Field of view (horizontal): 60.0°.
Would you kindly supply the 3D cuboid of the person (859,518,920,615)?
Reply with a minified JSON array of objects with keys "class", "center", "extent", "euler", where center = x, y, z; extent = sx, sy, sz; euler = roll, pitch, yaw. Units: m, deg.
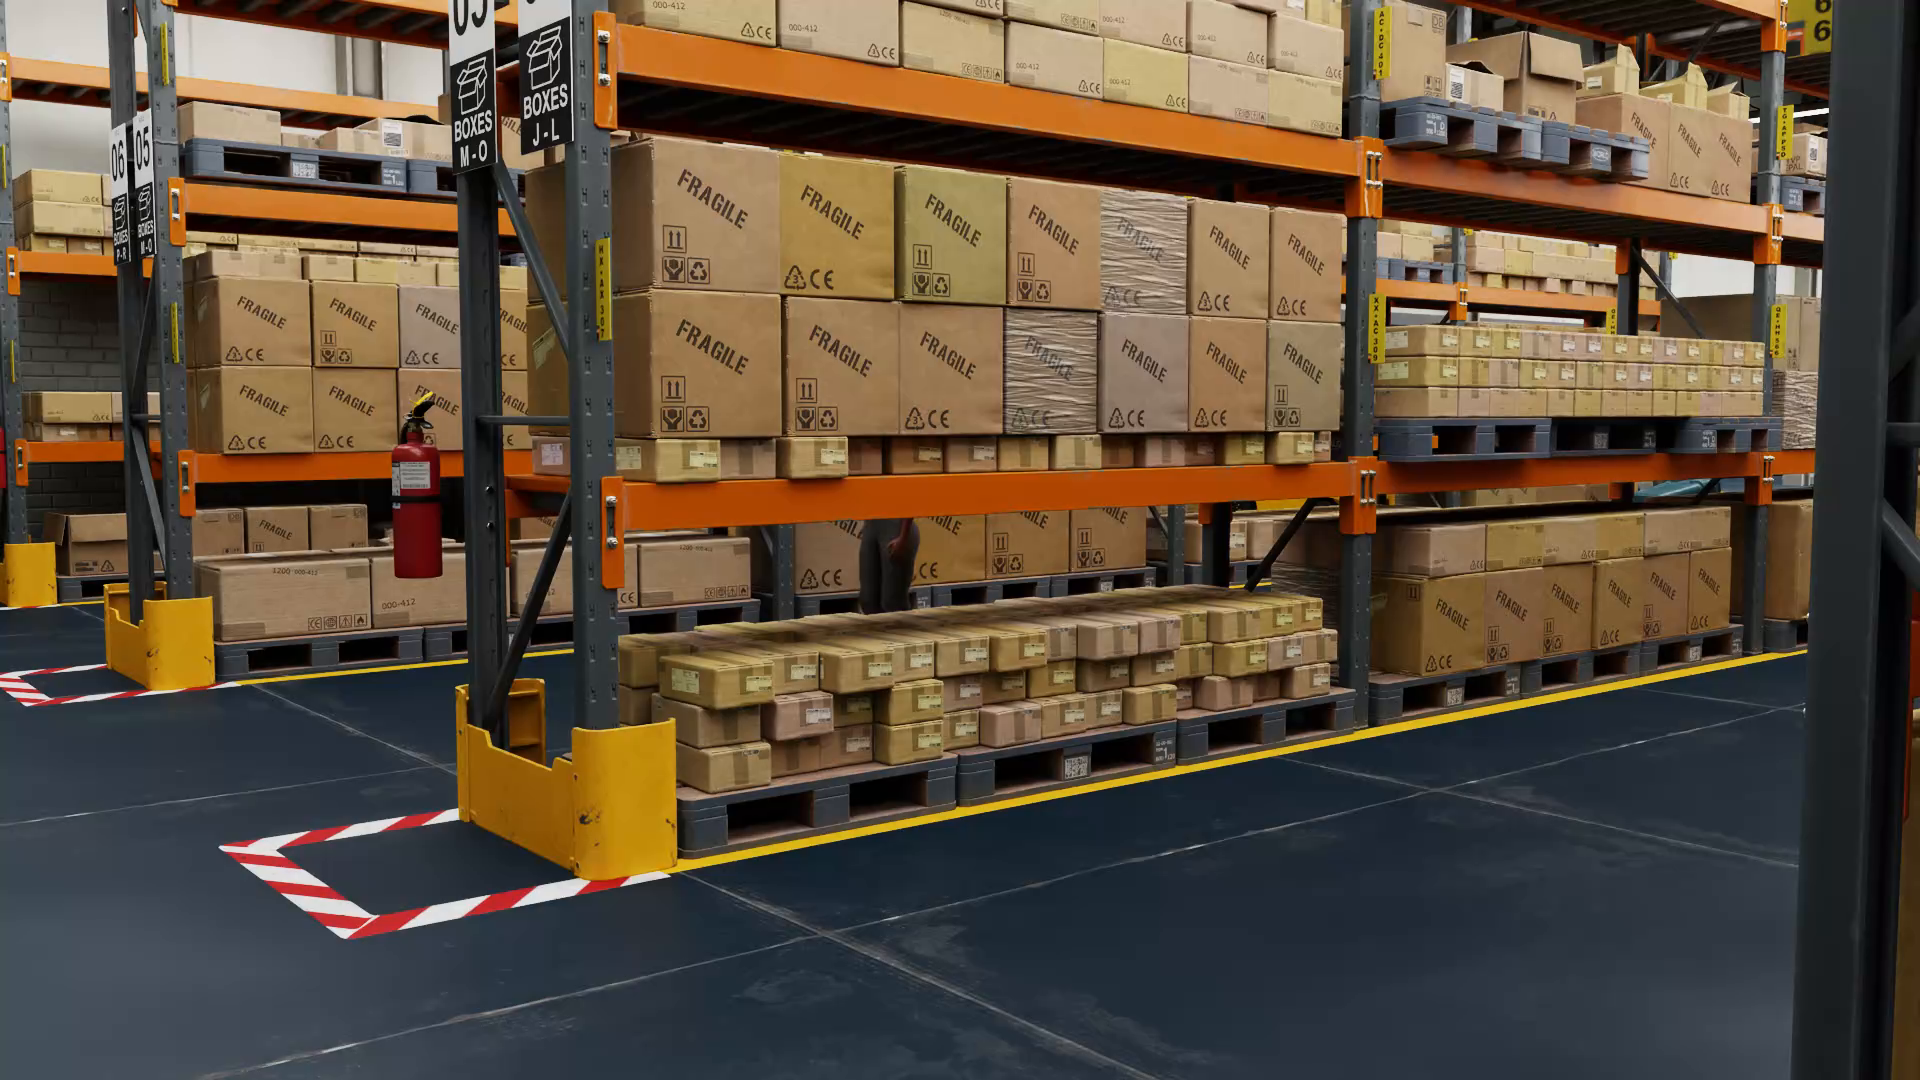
[{"class":"person","center":[-0.400,-0.007,9.508],"extent":[0.311,1.646,0.441],"euler":[-3,6,-38]}]
